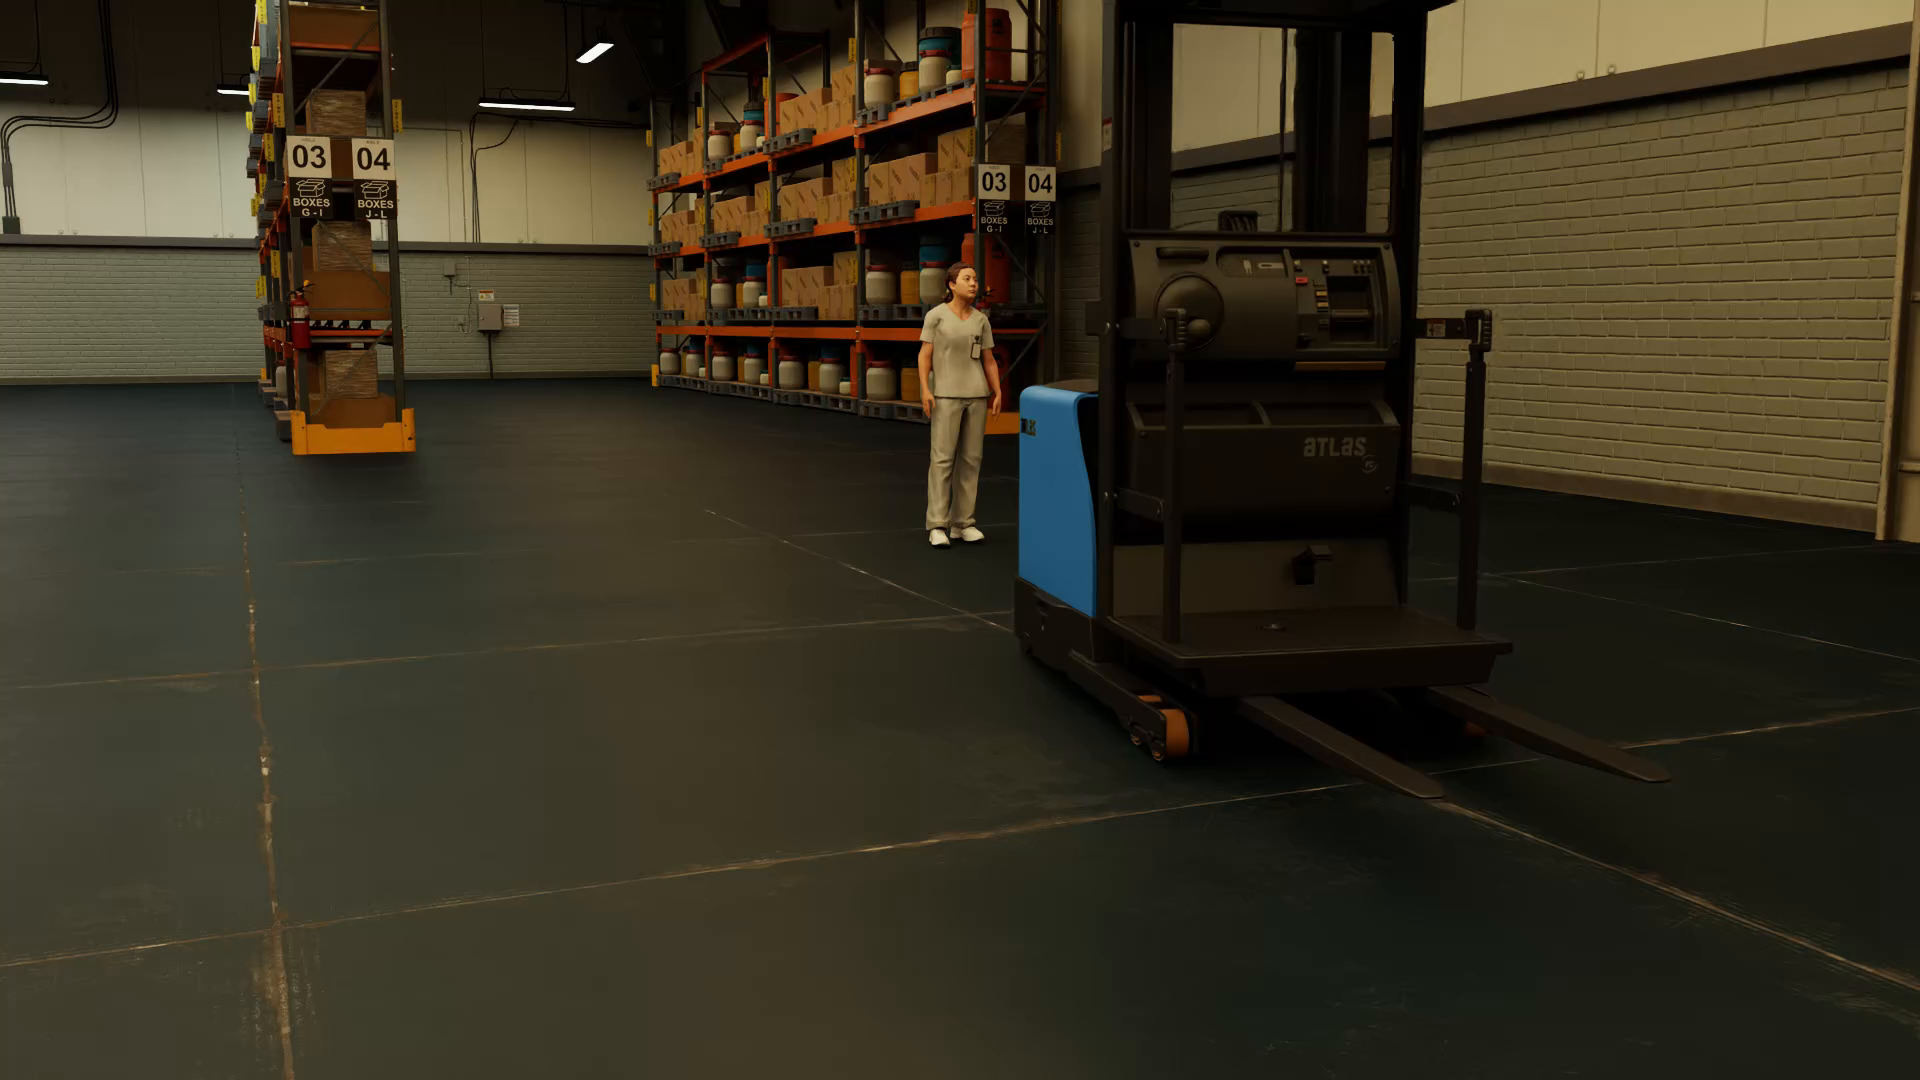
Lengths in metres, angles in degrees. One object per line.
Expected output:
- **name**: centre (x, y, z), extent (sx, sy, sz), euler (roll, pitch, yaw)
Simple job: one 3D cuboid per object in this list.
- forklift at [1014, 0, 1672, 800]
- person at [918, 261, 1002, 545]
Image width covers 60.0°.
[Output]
- **forklift**: centre (1.057, -0.833, 5.259), extent (1.130, 2.935, 3.031), euler (-2, 8, -13)
- **person**: centre (0.017, -0.829, 9.971), extent (0.549, 1.673, 0.548), euler (-3, 8, -23)
